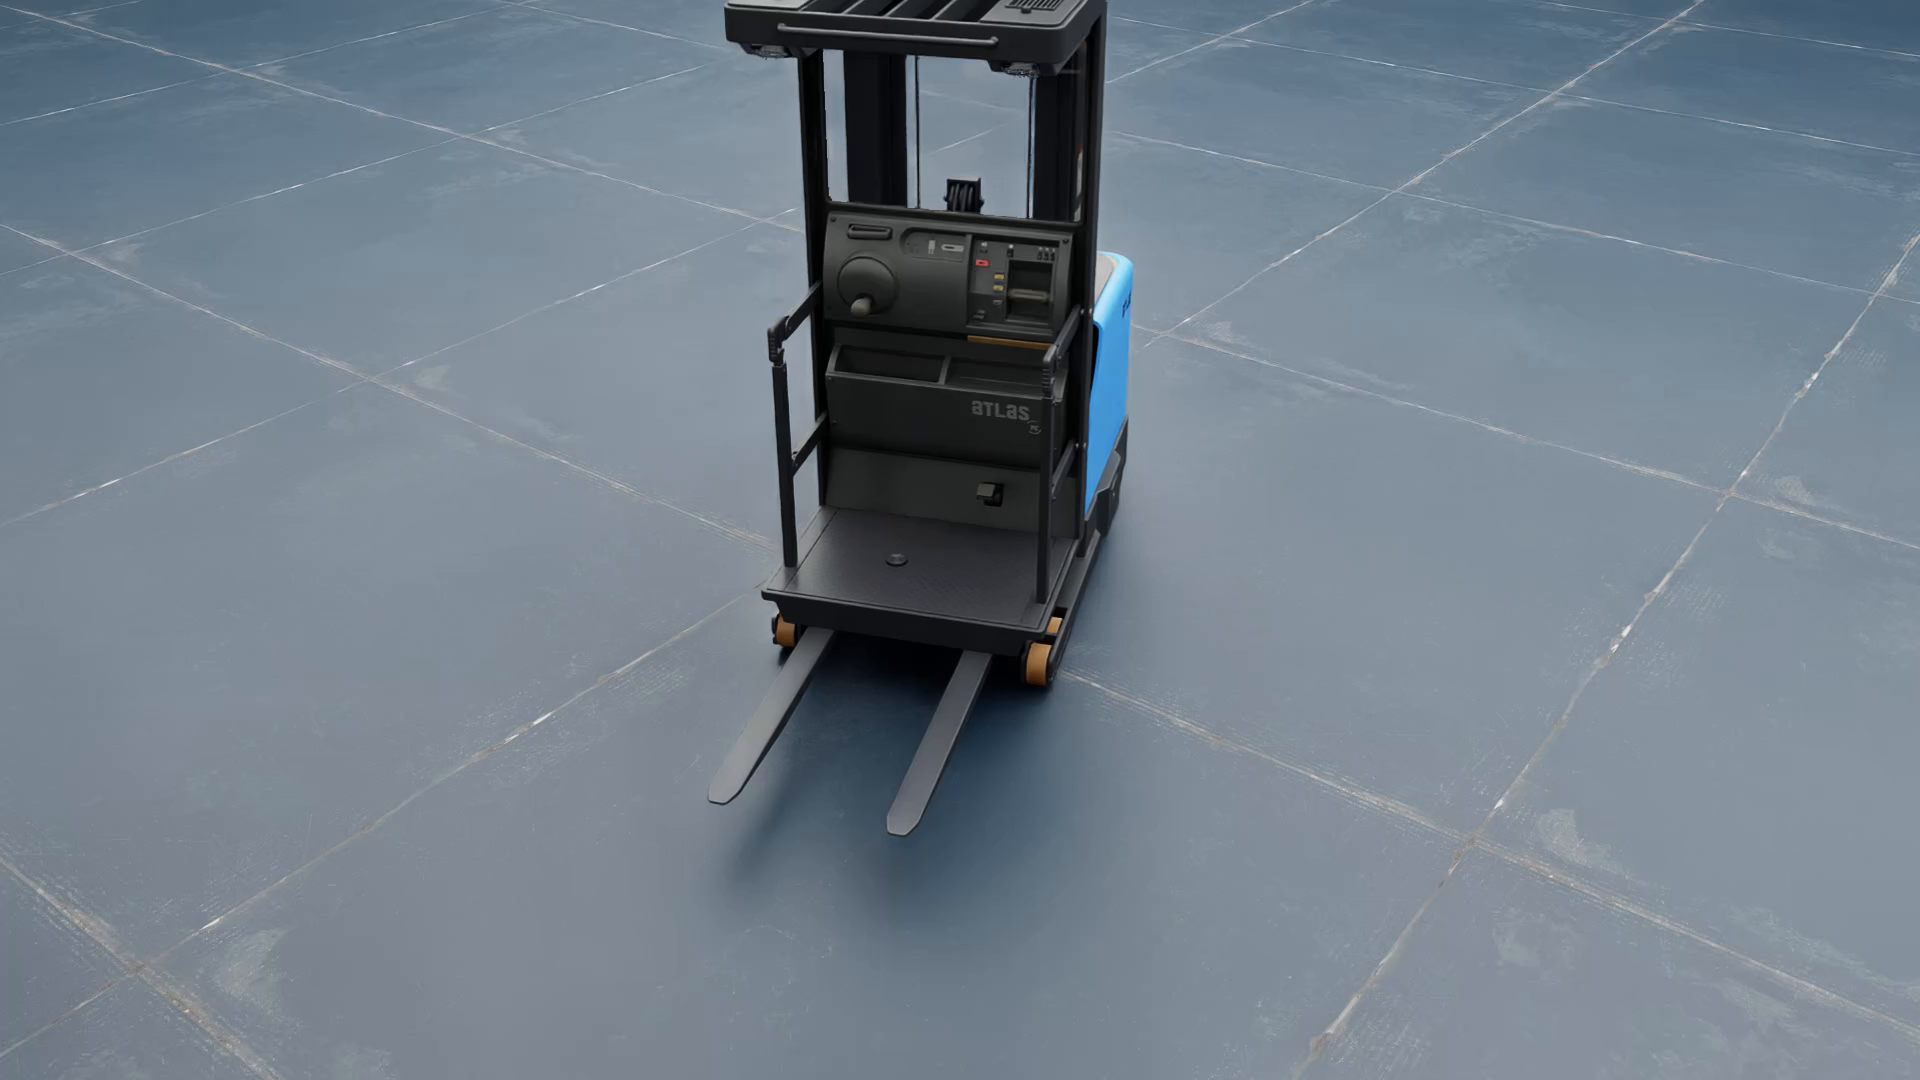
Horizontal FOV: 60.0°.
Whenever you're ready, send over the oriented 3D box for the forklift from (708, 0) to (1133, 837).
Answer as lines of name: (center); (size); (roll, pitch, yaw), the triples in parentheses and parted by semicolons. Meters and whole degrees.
forklift: (-0.105, -0.925, 5.936); (1.130, 2.935, 3.031); (8, 32, 13)
